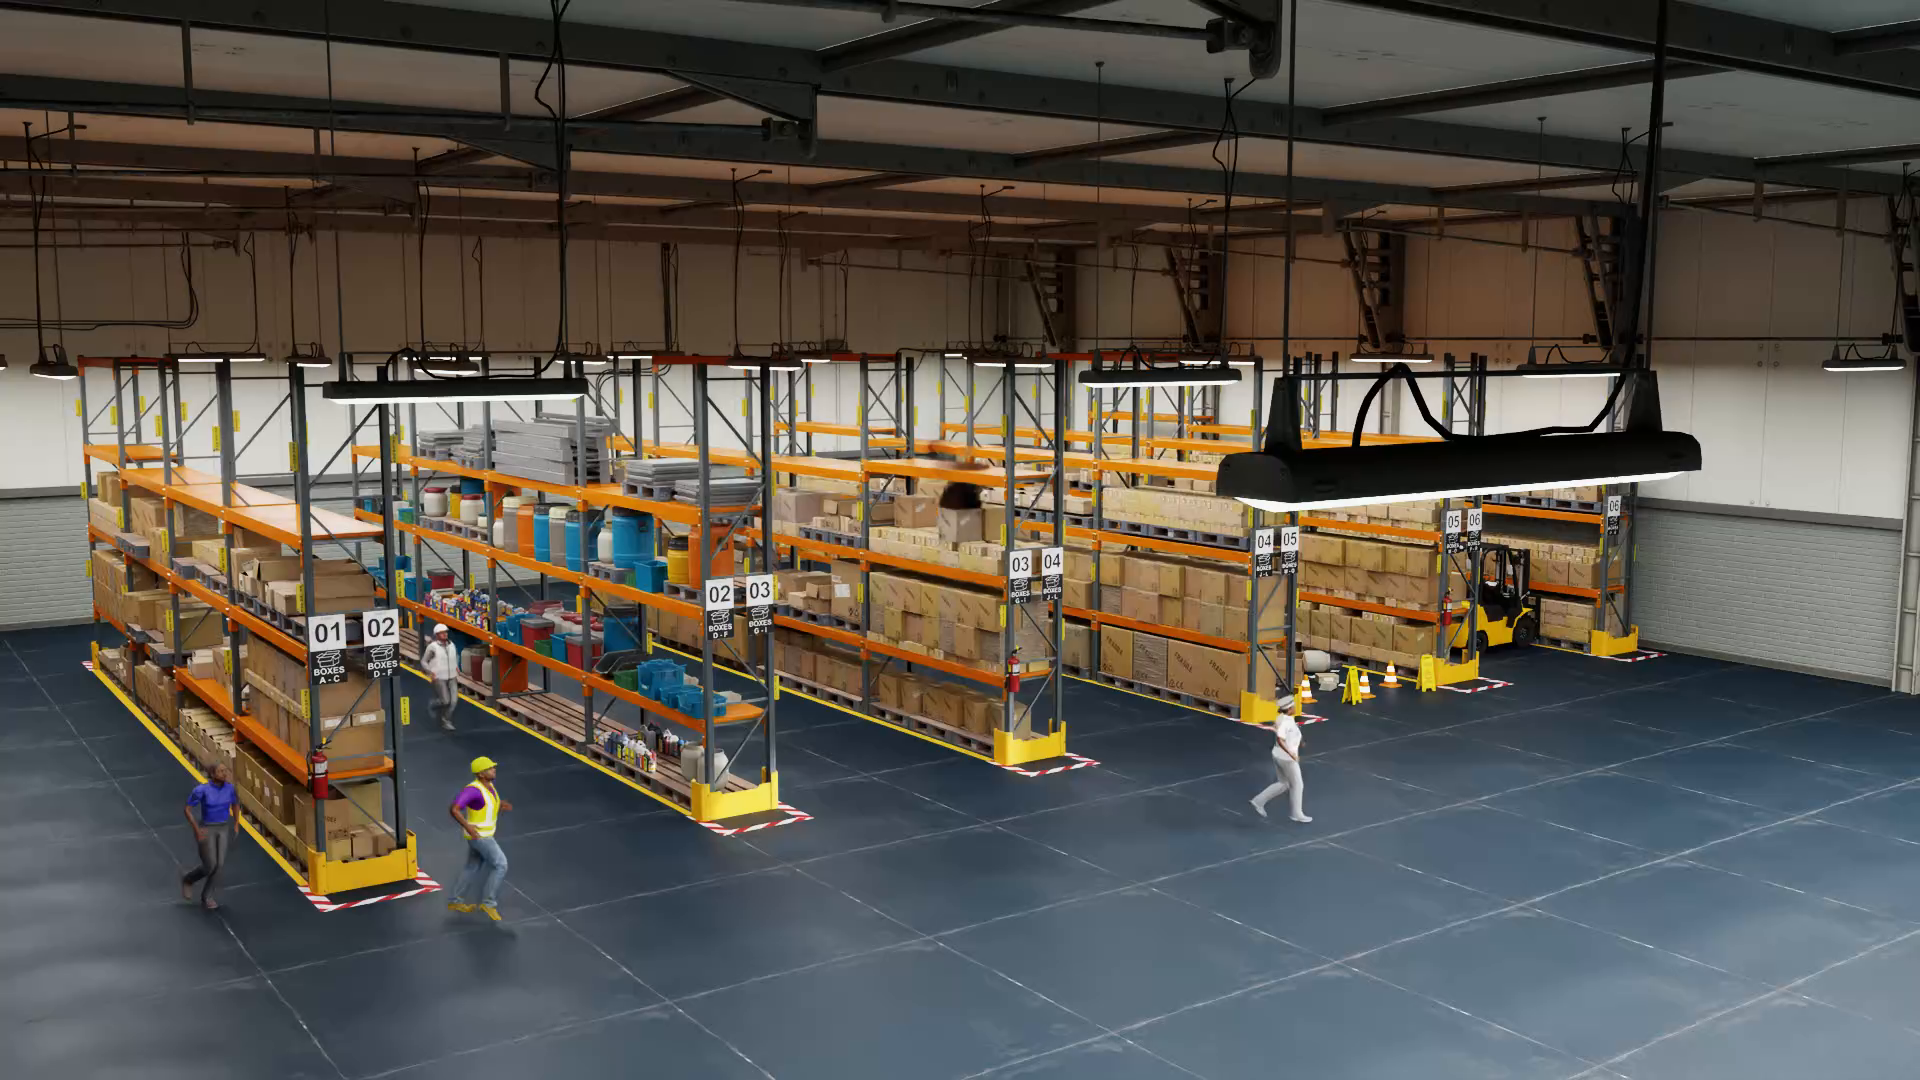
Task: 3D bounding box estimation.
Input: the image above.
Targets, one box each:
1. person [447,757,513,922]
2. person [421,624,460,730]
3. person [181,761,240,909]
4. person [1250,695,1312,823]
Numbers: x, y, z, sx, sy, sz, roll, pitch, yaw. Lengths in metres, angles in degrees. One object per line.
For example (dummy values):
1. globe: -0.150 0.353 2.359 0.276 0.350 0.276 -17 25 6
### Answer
1. person: -5.275 3.265 18.233 0.723 1.823 0.698 -1 7 -7
2. person: -8.373 2.216 26.972 0.538 1.729 0.659 6 9 43
3. person: -8.397 3.282 18.698 0.538 1.606 0.631 5 8 34
4. person: 4.247 2.860 21.716 0.770 1.693 0.583 -1 7 -7
